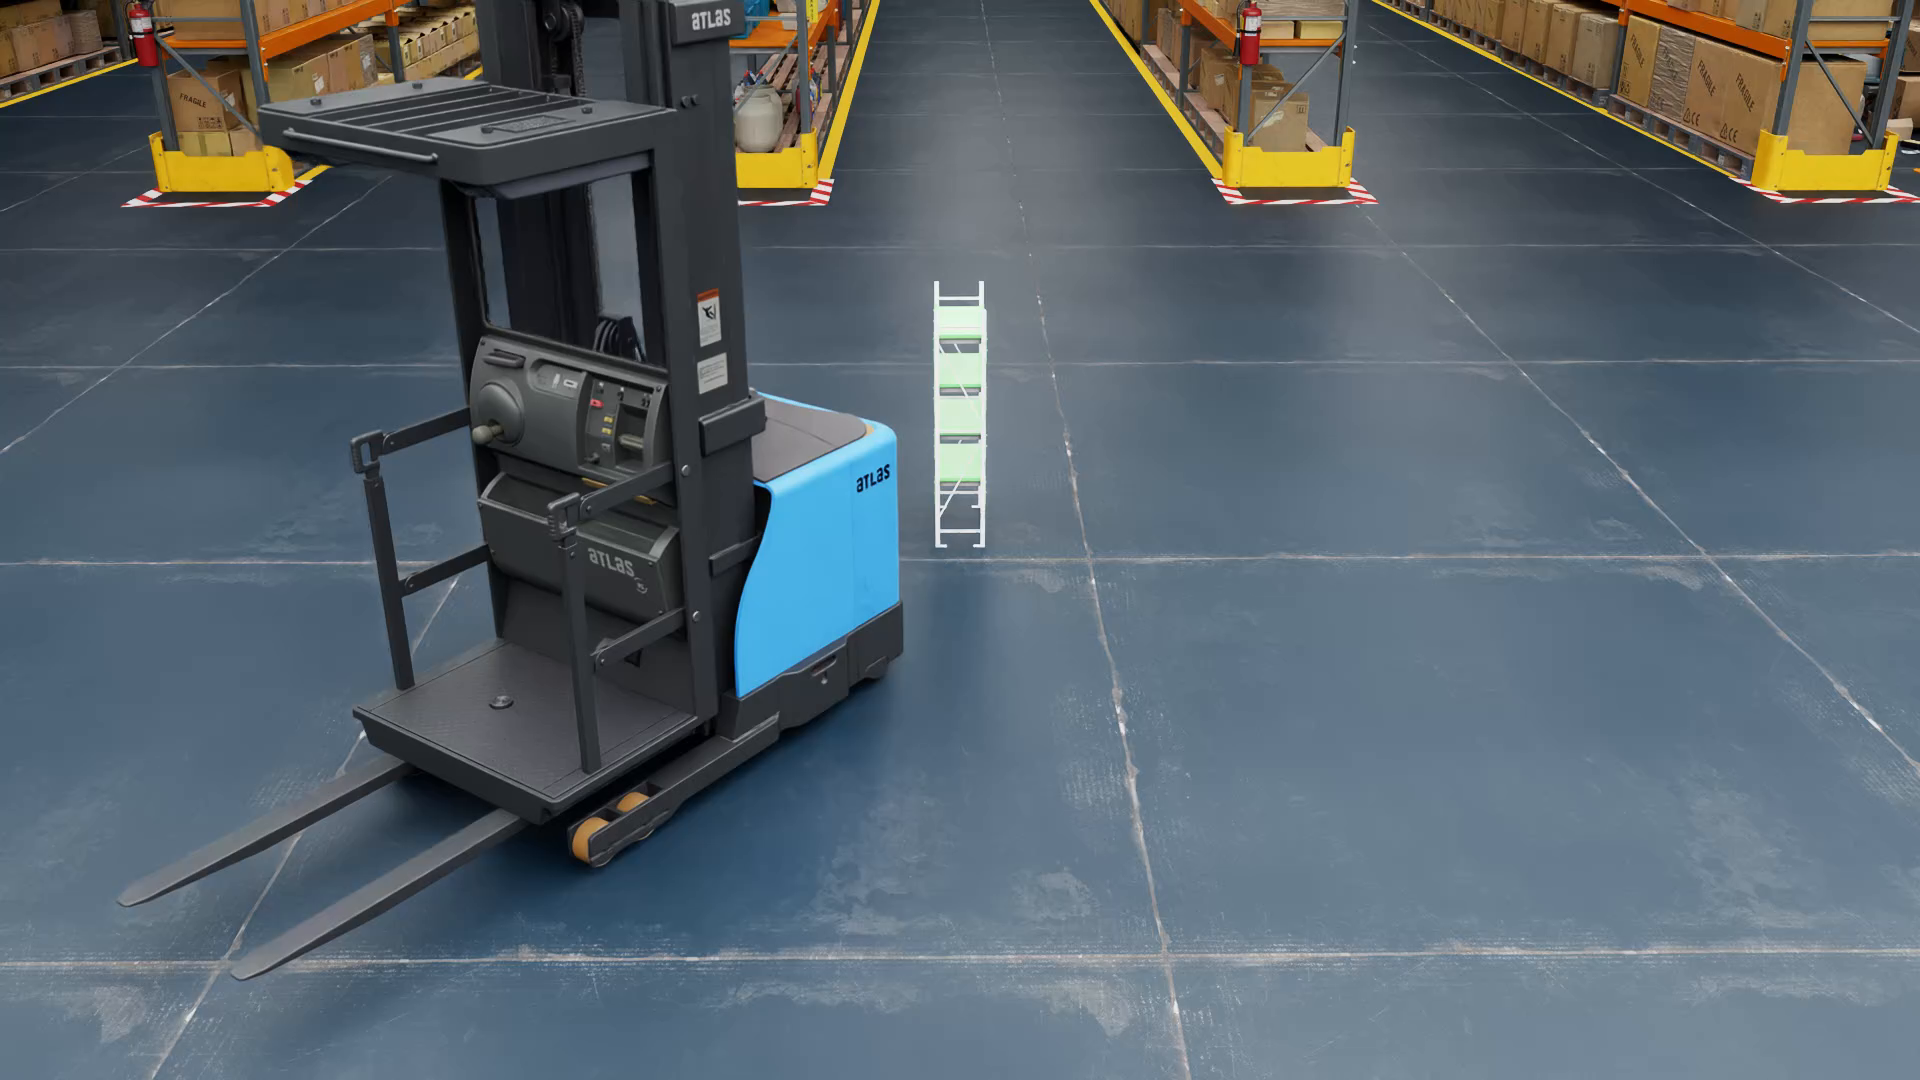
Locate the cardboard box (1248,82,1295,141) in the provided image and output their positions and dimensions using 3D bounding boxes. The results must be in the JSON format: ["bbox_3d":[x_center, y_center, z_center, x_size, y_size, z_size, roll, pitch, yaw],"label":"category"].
[{"bbox_3d":[3.043,-4.262,16.558,0.500,0.500,0.500,6,25,13],"label":"cardboard box"}]

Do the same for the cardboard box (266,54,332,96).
[{"bbox_3d":[-6.641,-4.578,16.648,0.500,0.500,0.500,0,24,-1],"label":"cardboard box"}]

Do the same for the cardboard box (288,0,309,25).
[{"bbox_3d":[-6.834,-5.322,16.257,0.700,0.500,0.500,0,24,0],"label":"cardboard box"}]

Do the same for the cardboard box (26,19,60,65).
[{"bbox_3d":[-11.889,-6.284,21.003,0.700,0.500,0.500,0,24,-1],"label":"cardboard box"}]

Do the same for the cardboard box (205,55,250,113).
[{"bbox_3d":[-7.161,-4.575,16.643,0.500,0.500,0.500,0,24,-1],"label":"cardboard box"}]

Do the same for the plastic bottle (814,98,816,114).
[{"bbox_3d":[-1.595,-4.666,17.789,0.097,0.201,0.097,0,24,0],"label":"plastic bottle"}]

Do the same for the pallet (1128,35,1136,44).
[{"bbox_3d":[3.043,-7.559,24.707,1.003,0.211,1.213,0,24,-1],"label":"pallet"}]

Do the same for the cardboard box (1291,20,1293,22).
[{"bbox_3d":[3.338,-4.917,15.786,0.380,0.149,0.250,0,24,-1],"label":"cardboard box"}]

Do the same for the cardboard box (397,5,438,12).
[{"bbox_3d":[-7.207,-6.937,22.094,0.500,0.311,0.500,1,24,1],"label":"cardboard box"}]

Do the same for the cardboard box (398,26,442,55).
[{"bbox_3d":[-6.638,-6.097,20.237,0.500,0.311,0.500,-1,24,-2],"label":"cardboard box"}]

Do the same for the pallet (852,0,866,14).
[{"bbox_3d":[-2.057,-8.661,27.144,1.003,0.211,1.213,0,24,-1],"label":"pallet"}]

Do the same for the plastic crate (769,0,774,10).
[{"bbox_3d":[-2.190,-5.675,17.415,0.450,0.188,0.662,0,24,-1],"label":"plastic crate"}]

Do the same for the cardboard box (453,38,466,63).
[{"bbox_3d":[-6.658,-6.263,21.285,0.500,0.250,0.500,0,24,1],"label":"cardboard box"}]

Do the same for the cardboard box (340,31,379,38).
[{"bbox_3d":[-7.179,-5.886,19.770,0.500,0.311,0.500,0,24,1],"label":"cardboard box"}]

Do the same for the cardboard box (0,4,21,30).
[{"bbox_3d":[-11.871,-6.390,20.328,0.500,0.250,0.500,-1,24,-2],"label":"cardboard box"}]

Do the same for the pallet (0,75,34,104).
[{"bbox_3d":[-11.839,-5.338,19.797,1.003,0.211,1.213,0,24,-1],"label":"pallet"}]

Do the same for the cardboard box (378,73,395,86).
[{"bbox_3d":[-6.652,-5.060,18.625,0.500,0.250,0.500,0,24,-1],"label":"cardboard box"}]

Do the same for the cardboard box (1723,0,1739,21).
[{"bbox_3d":[8.077,-5.366,16.292,0.875,0.550,0.550,0,24,-1],"label":"cardboard box"}]

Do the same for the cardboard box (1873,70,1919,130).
[{"bbox_3d":[10.414,-4.773,18.028,0.797,0.637,0.503,0,24,-1],"label":"cardboard box"}]

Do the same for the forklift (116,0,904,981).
[{"bbox_3d":[-1.500,-0.433,5.650,1.130,2.935,3.031,16,29,32],"label":"forklift"}]

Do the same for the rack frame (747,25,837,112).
[{"bbox_3d":[-1.922,-6.332,18.611,1.000,3.000,0.127,0,24,-1],"label":"rack frame"}]

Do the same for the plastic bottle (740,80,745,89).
[{"bbox_3d":[-2.322,-4.738,17.768,0.144,0.351,0.185,0,24,-1],"label":"plastic bottle"}]

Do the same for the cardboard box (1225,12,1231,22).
[{"bbox_3d":[2.834,-5.223,16.464,0.380,0.149,0.250,0,24,-1],"label":"cardboard box"}]

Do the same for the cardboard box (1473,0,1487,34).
[{"bbox_3d":[7.677,-7.520,23.761,0.500,0.500,0.500,1,24,2],"label":"cardboard box"}]

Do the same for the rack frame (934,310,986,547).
[{"bbox_3d":[0.001,-0.514,7.931,0.240,1.200,0.015,0,24,-1],"label":"rack frame"}]

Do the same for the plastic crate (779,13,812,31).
[{"bbox_3d":[-1.567,-4.934,15.840,0.298,0.136,0.250,0,24,-1],"label":"plastic crate"}]

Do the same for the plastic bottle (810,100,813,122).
[{"bbox_3d":[-1.571,-4.489,17.297,0.061,0.283,0.133,0,24,0],"label":"plastic bottle"}]

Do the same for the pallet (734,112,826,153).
[{"bbox_3d":[-1.941,-4.281,17.459,1.003,0.211,1.213,0,24,-1],"label":"pallet"}]

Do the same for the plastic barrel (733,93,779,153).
[{"bbox_3d":[-1.962,-4.013,15.992,0.421,0.512,0.421,0,24,0],"label":"plastic barrel"}]

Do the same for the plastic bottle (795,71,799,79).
[{"bbox_3d":[-1.771,-5.061,18.481,0.144,0.351,0.185,0,24,-1],"label":"plastic bottle"}]

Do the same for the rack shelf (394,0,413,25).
[{"bbox_3d":[-6.897,-6.808,20.536,1.077,0.370,4.000,0,24,-1],"label":"rack shelf"}]

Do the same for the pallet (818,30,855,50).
[{"bbox_3d":[-2.016,-7.035,23.548,1.003,0.211,1.213,0,24,-1],"label":"pallet"}]

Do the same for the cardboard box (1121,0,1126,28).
[{"bbox_3d":[2.998,-7.878,24.097,1.225,0.875,0.875,0,24,0],"label":"cardboard box"}]

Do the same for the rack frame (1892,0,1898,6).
[{"bbox_3d":[12.896,-8.047,22.403,1.000,3.000,0.127,0,24,-1],"label":"rack frame"}]

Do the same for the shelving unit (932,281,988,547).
[{"bbox_3d":[-0.002,-0.615,8.154,0.258,1.200,0.503,0,24,-1],"label":"shelving unit"}]

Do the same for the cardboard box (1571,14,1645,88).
[{"bbox_3d":[7.894,-5.757,19.559,1.050,0.750,0.750,0,24,-1],"label":"cardboard box"}]

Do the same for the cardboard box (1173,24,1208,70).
[{"bbox_3d":[3.052,-6.096,20.589,0.700,0.500,0.500,-2,24,-5],"label":"cardboard box"}]

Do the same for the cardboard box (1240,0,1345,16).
[{"bbox_3d":[3.095,-5.114,15.436,0.875,0.500,0.500,0,24,-1],"label":"cardboard box"}]

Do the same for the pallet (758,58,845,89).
[{"bbox_3d":[-1.986,-5.889,21.015,1.003,0.211,1.213,0,24,-1],"label":"pallet"}]

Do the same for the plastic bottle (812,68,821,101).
[{"bbox_3d":[-1.627,-5.062,18.483,0.144,0.351,0.185,-1,24,-2],"label":"plastic bottle"}]

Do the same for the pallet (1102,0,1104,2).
[{"bbox_3d":[2.986,-9.700,29.440,1.003,0.211,1.213,0,24,-1],"label":"pallet"}]

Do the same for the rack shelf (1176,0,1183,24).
[{"bbox_3d":[3.008,-6.851,20.631,1.077,0.370,4.000,0,24,-1],"label":"rack shelf"}]

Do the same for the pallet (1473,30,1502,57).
[{"bbox_3d":[7.940,-7.035,23.549,1.003,0.211,1.213,0,24,-1],"label":"pallet"}]

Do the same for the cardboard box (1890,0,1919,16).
[{"bbox_3d":[12.972,-7.556,23.385,0.875,0.875,0.875,0,24,-1],"label":"cardboard box"}]

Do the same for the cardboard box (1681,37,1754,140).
[{"bbox_3d":[7.949,-4.552,16.743,0.875,0.875,0.875,-1,24,-1],"label":"cardboard box"}]

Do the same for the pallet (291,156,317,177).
[{"bbox_3d":[-6.882,-3.708,16.192,1.003,0.211,1.213,0,24,-1],"label":"pallet"}]

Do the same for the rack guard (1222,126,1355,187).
[{"bbox_3d":[3.073,-3.599,15.600,1.175,0.500,0.348,0,24,-1],"label":"rack guard"}]

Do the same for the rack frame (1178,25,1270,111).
[{"bbox_3d":[3.030,-6.355,18.660,1.000,3.000,0.127,0,24,-1],"label":"rack frame"}]

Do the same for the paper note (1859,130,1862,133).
[{"bbox_3d":[9.836,-4.428,18.012,0.172,0.023,0.155,8,26,18],"label":"paper note"}]
